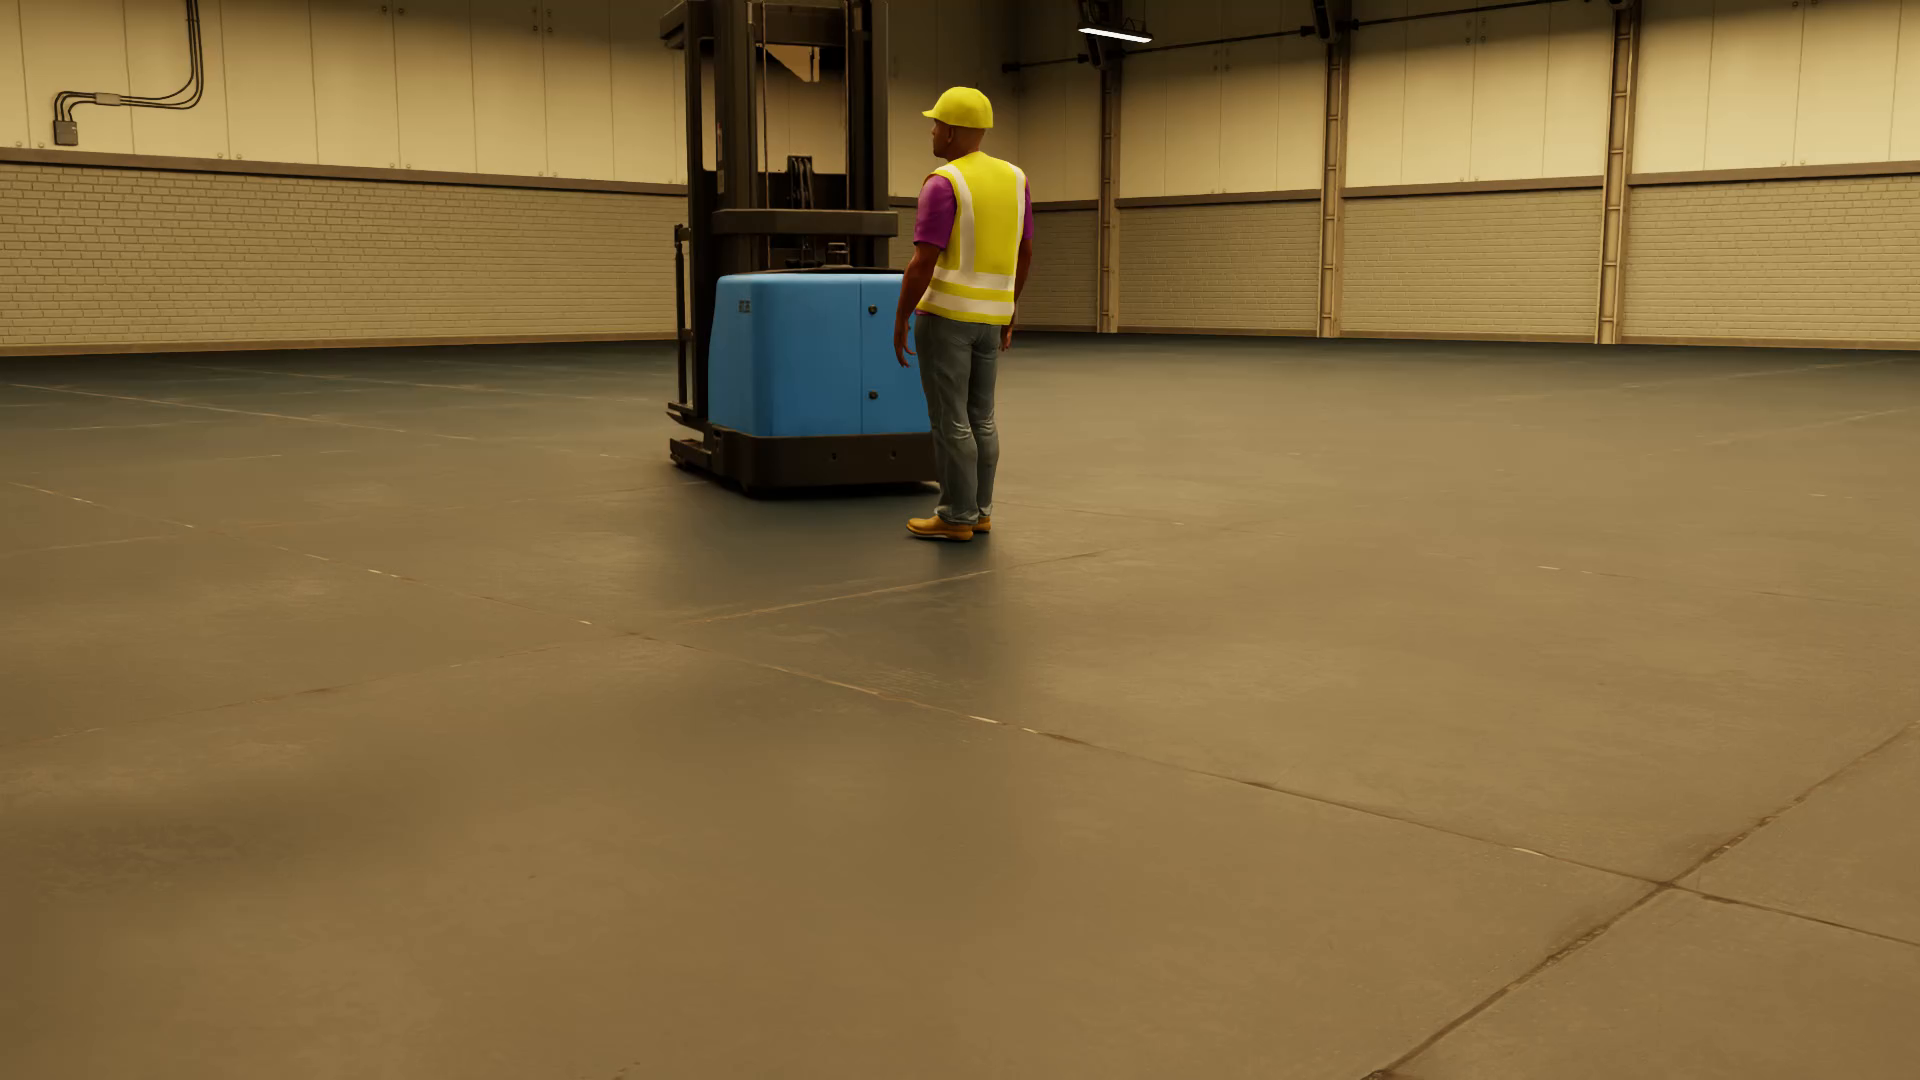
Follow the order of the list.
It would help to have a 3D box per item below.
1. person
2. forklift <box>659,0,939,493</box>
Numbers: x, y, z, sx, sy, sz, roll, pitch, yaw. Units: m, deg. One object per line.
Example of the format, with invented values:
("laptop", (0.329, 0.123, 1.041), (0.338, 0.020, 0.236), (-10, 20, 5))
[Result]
("person", (-0.046, -0.889, 6.637), (0.576, 1.765, 0.665), (8, 12, 43))
("forklift", (-1.016, -1.858, 9.215), (1.130, 2.935, 3.031), (-3, 9, -21))
